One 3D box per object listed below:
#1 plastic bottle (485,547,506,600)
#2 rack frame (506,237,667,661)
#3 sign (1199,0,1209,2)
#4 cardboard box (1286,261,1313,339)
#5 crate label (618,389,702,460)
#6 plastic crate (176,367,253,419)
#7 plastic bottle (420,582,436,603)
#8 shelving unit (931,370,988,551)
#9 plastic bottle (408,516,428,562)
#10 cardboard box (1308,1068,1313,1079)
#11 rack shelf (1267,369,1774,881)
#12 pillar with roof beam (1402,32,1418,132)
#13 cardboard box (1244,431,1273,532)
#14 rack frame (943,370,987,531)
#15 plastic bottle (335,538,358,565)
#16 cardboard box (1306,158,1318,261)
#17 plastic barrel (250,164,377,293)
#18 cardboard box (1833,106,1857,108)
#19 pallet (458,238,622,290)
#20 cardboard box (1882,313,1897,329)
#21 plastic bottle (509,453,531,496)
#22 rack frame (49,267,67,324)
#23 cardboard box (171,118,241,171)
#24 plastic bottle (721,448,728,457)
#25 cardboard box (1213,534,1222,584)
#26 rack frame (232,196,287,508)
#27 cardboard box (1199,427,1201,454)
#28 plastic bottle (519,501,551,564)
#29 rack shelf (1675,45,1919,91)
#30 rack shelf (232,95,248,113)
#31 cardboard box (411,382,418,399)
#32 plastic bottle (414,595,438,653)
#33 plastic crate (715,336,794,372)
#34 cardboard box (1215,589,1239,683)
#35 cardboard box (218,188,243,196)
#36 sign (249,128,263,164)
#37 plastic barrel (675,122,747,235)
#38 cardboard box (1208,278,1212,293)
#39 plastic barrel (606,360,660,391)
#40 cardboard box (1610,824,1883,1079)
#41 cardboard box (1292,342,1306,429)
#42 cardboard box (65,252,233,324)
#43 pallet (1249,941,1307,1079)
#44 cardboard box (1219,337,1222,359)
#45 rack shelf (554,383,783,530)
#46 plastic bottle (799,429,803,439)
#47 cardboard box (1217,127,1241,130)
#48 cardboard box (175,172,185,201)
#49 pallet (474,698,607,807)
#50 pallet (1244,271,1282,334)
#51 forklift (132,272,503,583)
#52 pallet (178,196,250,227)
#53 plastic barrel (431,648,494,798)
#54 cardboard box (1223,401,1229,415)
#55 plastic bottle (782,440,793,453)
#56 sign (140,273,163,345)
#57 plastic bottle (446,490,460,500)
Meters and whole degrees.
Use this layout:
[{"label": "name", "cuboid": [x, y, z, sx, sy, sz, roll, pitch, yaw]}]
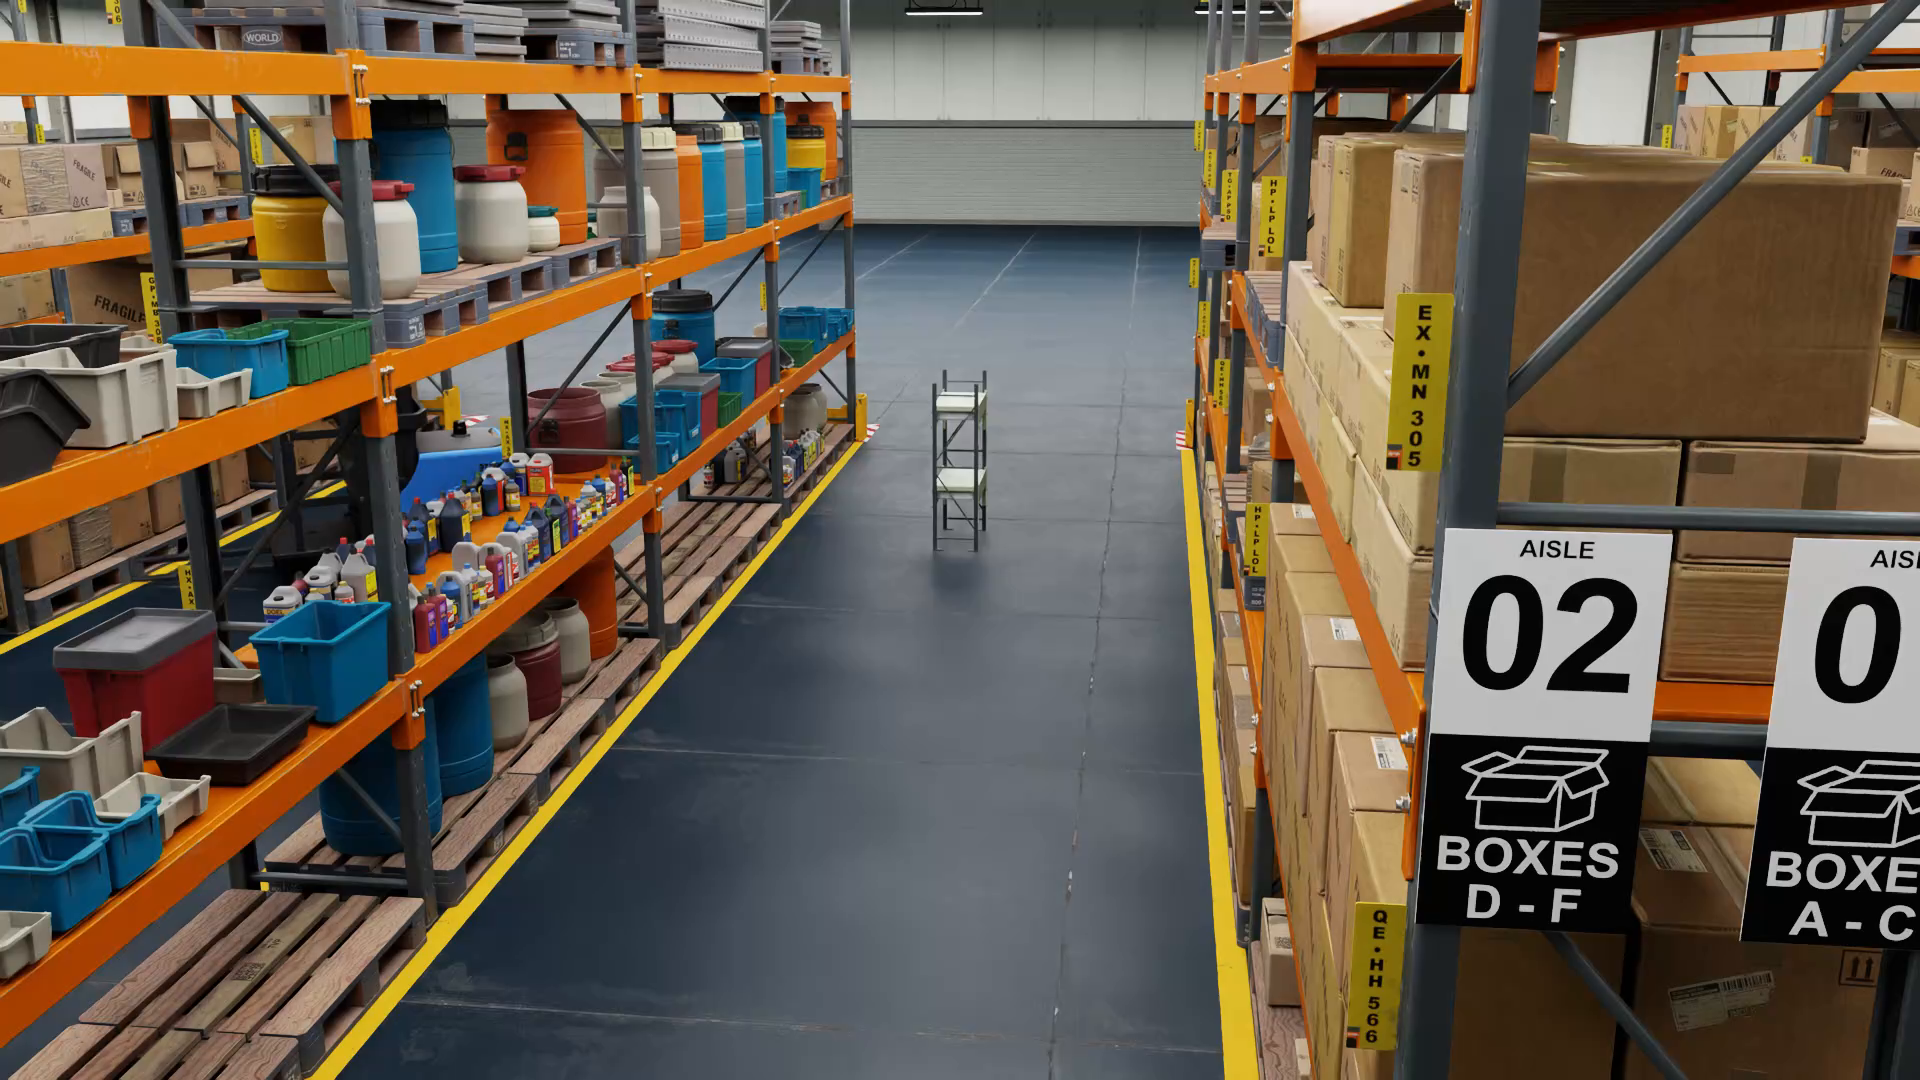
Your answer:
[{"label": "plastic bottle", "cuboid": [-2.519, 0.171, 9.007, 0.061, 0.283, 0.133, 2, 15, 6]}, {"label": "rack frame", "cuboid": [-2.633, -0.610, 11.672, 1.000, 3.000, 0.127, 2, 15, 6]}, {"label": "sign", "cuboid": [2.640, -5.979, 17.943, 0.100, 0.325, 0.005, 2, 15, 6]}, {"label": "cardboard box", "cuboid": [1.535, -0.924, 6.415, 0.500, 0.250, 0.500, 2, 15, 6]}, {"label": "crate label", "cuboid": [-2.252, -0.877, 12.590, 0.502, 0.435, 0.616, 2, 15, 6]}, {"label": "plastic crate", "cuboid": [-2.850, -0.552, 6.216, 0.293, 0.136, 0.466, 2, 15, 6]}, {"label": "plastic bottle", "cuboid": [-2.739, 0.321, 8.610, 0.097, 0.201, 0.097, 0, 15, 0]}, {"label": "shelving unit", "cuboid": [0.001, -0.726, 14.973, 0.431, 1.500, 0.755, 2, 15, 6]}, {"label": "plastic bottle", "cuboid": [-3.161, -0.007, 9.686, 0.097, 0.271, 0.097, 0, 15, 0]}, {"label": "cardboard box", "cuboid": [1.630, 2.054, 5.758, 0.797, 0.503, 0.637, 2, 15, 6]}, {"label": "rack shelf", "cuboid": [1.611, -0.008, 5.076, 1.077, 0.370, 4.000, 2, 15, 6]}, {"label": "pillar with roof beam", "cuboid": [8.001, -12.990, 45.961, 9.100, 9.000, 0.548, 2, 15, 6]}, {"label": "cardboard box", "cuboid": [2.036, -0.316, 9.588, 0.700, 0.500, 0.500, 5, 16, 17]}, {"label": "rack frame", "cuboid": [0.042, -0.821, 15.324, 0.400, 1.500, 0.023, 2, 15, 6]}, {"label": "plastic bottle", "cuboid": [-3.285, 0.155, 8.936, 0.144, 0.351, 0.185, 2, 15, 6]}, {"label": "cardboard box", "cuboid": [2.114, -1.647, 8.574, 0.600, 0.600, 0.600, 1, 15, 4]}, {"label": "plastic barrel", "cuboid": [-3.183, -1.557, 8.262, 0.600, 0.588, 0.600, 0, 15, 0]}, {"label": "cardboard box", "cuboid": [8.132, -3.863, 15.809, 0.500, 0.500, 0.500, 2, 15, 6]}, {"label": "pallet", "cuboid": [-2.817, -1.771, 10.582, 1.003, 0.211, 1.213, 2, 15, 6]}, {"label": "cardboard box", "cuboid": [7.922, -1.771, 14.776, 0.500, 0.500, 0.500, 1, 15, 5]}, {"label": "plastic bottle", "cuboid": [-3.003, -0.447, 11.308, 0.152, 0.276, 0.135, 2, 15, 6]}, {"label": "rack frame", "cuboid": [-11.569, -3.003, 20.522, 1.000, 3.000, 0.127, 2, 15, 6]}, {"label": "cardboard box", "cuboid": [-7.306, -3.799, 15.999, 0.500, 0.500, 0.500, 1, 15, 5]}, {"label": "plastic bottle", "cuboid": [-2.374, -0.806, 16.630, 0.144, 0.351, 0.185, 1, 15, 3]}, {"label": "cardboard box", "cuboid": [2.155, 0.113, 12.388, 0.500, 0.311, 0.500, 1, 15, 5]}, {"label": "rack frame", "cuboid": [-7.103, -1.793, 16.048, 1.000, 3.000, 0.127, 2, 15, 6]}, {"label": "cardboard box", "cuboid": [2.800, -1.021, 17.656, 0.500, 0.250, 0.500, 2, 15, 6]}, {"label": "plastic bottle", "cuboid": [-2.479, -0.050, 9.694, 0.144, 0.351, 0.185, 2, 15, 6]}, {"label": "rack shelf", "cuboid": [7.887, -4.422, 15.659, 1.077, 0.370, 4.000, 2, 15, 6]}, {"label": "rack shelf", "cuboid": [-7.329, -3.630, 13.492, 1.077, 0.370, 4.000, 2, 15, 6]}, {"label": "cardboard box", "cuboid": [-6.739, -1.665, 19.559, 0.500, 0.500, 0.500, 5, 16, 17]}, {"label": "plastic bottle", "cuboid": [-2.619, 0.401, 8.155, 0.061, 0.283, 0.133, 2, 15, 6]}, {"label": "plastic crate", "cuboid": [-1.997, -1.750, 16.005, 0.767, 0.338, 0.504, 2, 15, 6]}, {"label": "cardboard box", "cuboid": [1.953, 0.641, 10.992, 0.500, 0.500, 0.500, 2, 15, 9]}, {"label": "cardboard box", "cuboid": [-6.798, -3.278, 16.080, 0.500, 0.250, 0.500, 1, 15, 4]}, {"label": "sign", "cuboid": [-6.551, -3.666, 15.480, 0.100, 0.325, 0.005, 2, 15, 6]}, {"label": "plastic barrel", "cuboid": [-2.097, -3.030, 13.913, 0.600, 0.901, 0.600, 0, 15, 0]}, {"label": "cardboard box", "cuboid": [2.932, -2.804, 18.351, 0.380, 0.149, 0.250, 2, 15, 6]}, {"label": "plastic barrel", "cuboid": [-2.639, -1.169, 13.478, 0.433, 0.535, 0.433, 0, 15, 0]}, {"label": "cardboard box", "cuboid": [1.697, 0.973, 3.708, 0.500, 0.500, 0.500, 2, 15, 8]}, {"label": "cardboard box", "cuboid": [1.475, -0.553, 6.001, 0.500, 0.250, 0.500, 2, 15, 6]}, {"label": "cardboard box", "cuboid": [-7.332, -2.084, 15.168, 1.000, 1.000, 1.000, 2, 15, 7]}, {"label": "pallet", "cuboid": [1.758, 2.099, 6.997, 1.003, 0.211, 1.213, 2, 15, 6]}, {"label": "cardboard box", "cuboid": [2.836, -1.801, 15.885, 0.700, 0.500, 0.500, 2, 15, 6]}, {"label": "rack shelf", "cuboid": [-2.408, -0.781, 13.684, 1.077, 0.370, 4.000, 2, 15, 6]}, {"label": "plastic bottle", "cuboid": [-1.664, -1.035, 17.605, 0.061, 0.283, 0.133, 2, 15, 6]}, {"label": "cardboard box", "cuboid": [3.122, -4.157, 17.773, 0.797, 0.503, 0.637, 3, 15, 10]}, {"label": "cardboard box", "cuboid": [-7.110, -3.132, 14.706, 0.396, 0.266, 0.258, 2, 15, 8]}, {"label": "pallet", "cuboid": [-2.821, 1.257, 10.108, 1.003, 0.211, 1.213, 2, 15, 6]}, {"label": "pallet", "cuboid": [2.094, -1.219, 8.538, 1.213, 0.211, 1.003, 2, 15, 6]}, {"label": "forklift", "cuboid": [-5.295, -1.122, 13.696, 3.031, 2.935, 1.130, -7, 17, -24]}, {"label": "pallet", "cuboid": [-7.279, -2.994, 15.100, 1.213, 0.211, 1.003, 2, 15, 6]}, {"label": "plastic barrel", "cuboid": [-2.926, 0.913, 9.253, 0.600, 0.901, 0.708, 2, 15, 6]}, {"label": "cardboard box", "cuboid": [2.436, -1.156, 14.170, 0.380, 0.149, 0.250, 2, 15, 6]}, {"label": "plastic bottle", "cuboid": [-1.759, -0.899, 17.116, 0.152, 0.276, 0.135, 2, 15, 6]}, {"label": "sign", "cuboid": [-3.631, -1.042, 7.504, 0.100, 0.325, 0.005, 2, 15, 6]}, {"label": "plastic bottle", "cuboid": [-3.148, -0.176, 10.314, 0.097, 0.271, 0.097, 0, 15, 0]}]
